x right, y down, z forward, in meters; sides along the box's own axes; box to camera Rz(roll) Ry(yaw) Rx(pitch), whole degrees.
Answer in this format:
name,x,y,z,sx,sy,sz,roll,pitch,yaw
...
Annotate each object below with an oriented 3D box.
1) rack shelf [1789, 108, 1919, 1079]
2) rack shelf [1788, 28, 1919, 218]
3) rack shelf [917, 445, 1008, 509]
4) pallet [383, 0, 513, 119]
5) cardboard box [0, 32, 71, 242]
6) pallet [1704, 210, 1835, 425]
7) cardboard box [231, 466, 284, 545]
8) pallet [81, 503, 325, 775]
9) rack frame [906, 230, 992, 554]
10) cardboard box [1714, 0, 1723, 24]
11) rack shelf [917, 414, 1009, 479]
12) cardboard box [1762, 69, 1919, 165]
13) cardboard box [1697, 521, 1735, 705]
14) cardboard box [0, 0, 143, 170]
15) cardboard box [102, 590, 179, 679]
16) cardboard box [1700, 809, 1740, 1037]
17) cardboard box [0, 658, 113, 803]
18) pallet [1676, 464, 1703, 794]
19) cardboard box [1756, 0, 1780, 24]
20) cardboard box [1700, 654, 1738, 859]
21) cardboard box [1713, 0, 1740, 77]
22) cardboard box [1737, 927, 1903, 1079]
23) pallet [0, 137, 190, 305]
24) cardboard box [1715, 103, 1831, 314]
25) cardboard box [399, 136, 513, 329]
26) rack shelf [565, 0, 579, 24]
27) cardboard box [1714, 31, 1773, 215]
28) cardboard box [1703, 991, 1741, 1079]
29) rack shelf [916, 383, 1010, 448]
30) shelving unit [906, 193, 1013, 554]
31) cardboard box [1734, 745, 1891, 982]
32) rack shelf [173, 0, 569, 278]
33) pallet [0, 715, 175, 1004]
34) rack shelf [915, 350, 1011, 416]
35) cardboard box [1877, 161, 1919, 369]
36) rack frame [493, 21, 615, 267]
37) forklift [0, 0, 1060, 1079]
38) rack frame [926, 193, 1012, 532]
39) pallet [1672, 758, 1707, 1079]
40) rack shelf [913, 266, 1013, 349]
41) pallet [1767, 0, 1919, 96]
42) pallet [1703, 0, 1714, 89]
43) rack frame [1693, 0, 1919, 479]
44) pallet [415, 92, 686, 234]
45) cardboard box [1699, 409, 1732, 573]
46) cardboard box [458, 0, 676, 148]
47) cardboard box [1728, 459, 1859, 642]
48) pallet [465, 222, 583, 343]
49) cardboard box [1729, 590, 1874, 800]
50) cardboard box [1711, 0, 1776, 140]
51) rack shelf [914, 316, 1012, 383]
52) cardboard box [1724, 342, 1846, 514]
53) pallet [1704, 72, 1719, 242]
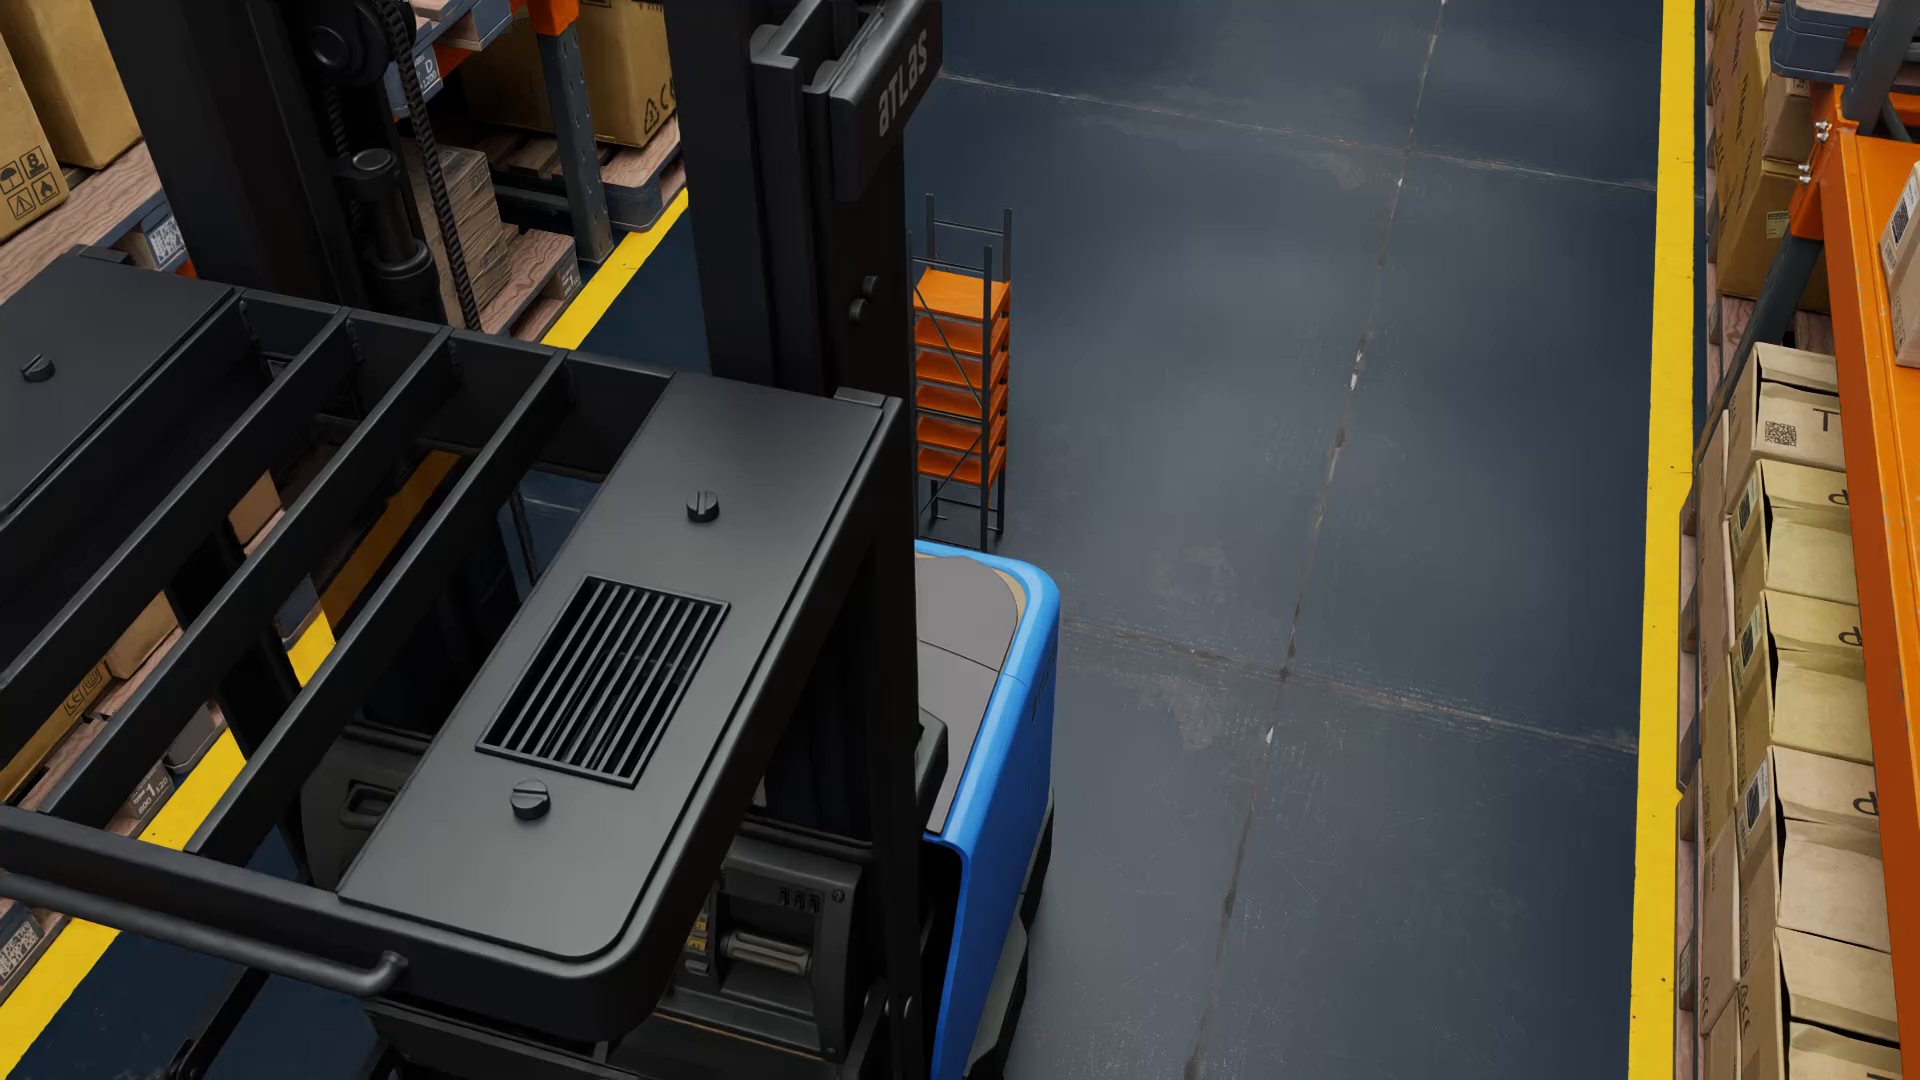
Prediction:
name,x,y,z,sx,sy,sz,roll,pitch,yaw
rack shelf,2.294,0.381,3.231,1.077,0.370,4.000,13,46,13
rack shelf,3.505,-2.286,5.955,1.077,0.370,4.000,13,46,13
rack shelf,-0.004,-0.216,5.019,0.258,0.103,0.180,13,46,12
pallet,-1.937,-1.690,4.970,1.213,0.211,1.003,13,46,13
cardboard box,-2.501,-0.932,3.671,0.700,0.500,0.500,19,47,18
pallet,3.162,-0.703,5.817,1.003,0.211,1.213,13,46,13
cardboard box,-2.381,-0.373,4.960,0.700,0.500,0.500,12,46,12
pallet,-2.432,0.071,5.026,1.003,0.211,1.213,13,46,13
rack frame,-0.032,-0.358,4.758,0.240,1.200,0.006,13,46,12
cardboard box,3.581,-2.511,7.144,0.500,0.500,0.500,13,46,13
rack shelf,-0.004,-0.302,4.936,0.258,0.103,0.180,13,46,12
cardboard box,2.972,-1.453,5.527,0.500,0.250,0.500,14,46,14
cardboard box,2.310,0.245,4.521,0.500,0.250,0.500,11,46,11
cardboard box,-2.311,-1.299,4.047,0.700,0.500,0.500,13,46,13
cardboard box,-2.525,-0.035,4.614,0.700,0.500,0.500,13,46,13
cardboard box,2.003,0.935,3.816,0.500,0.250,0.500,13,46,13
cardboard box,-2.718,0.297,4.275,0.700,0.500,0.500,12,46,12
pallet,2.613,0.327,4.764,1.003,0.211,1.213,13,46,13
cardboard box,3.278,-2.136,6.225,0.500,0.250,0.500,12,46,12
cardboard box,2.158,0.593,4.165,0.500,0.250,0.500,11,46,11
cardboard box,3.423,-2.180,6.805,0.500,0.500,0.500,13,46,13
cardboard box,1.843,1.078,3.269,0.500,0.311,0.500,12,46,12
pallet,-2.383,-0.860,4.121,1.003,0.211,1.213,13,46,13
cardboard box,2.959,-1.147,5.750,0.500,0.500,0.500,14,46,14
cardboard box,-1.991,-1.029,5.630,0.700,0.500,0.500,13,46,13
rack shelf,-1.217,-3.332,7.025,1.077,0.370,4.000,13,46,13
cardboard box,3.116,-1.492,6.102,0.500,0.500,0.500,11,45,11
cardboard box,1.847,1.273,3.470,0.500,0.250,0.500,13,46,13
rack shelf,-0.004,-0.387,4.852,0.258,0.103,0.180,13,46,12
shelving unit,-0.004,-0.419,4.821,0.258,1.200,0.189,13,46,12
cardboard box,1.999,0.744,3.610,0.500,0.311,0.500,12,46,12
rack shelf,-2.428,-0.666,4.300,1.077,0.370,4.000,13,46,13
pallet,-2.799,0.887,4.192,1.003,0.211,1.213,13,46,13
rack shelf,-0.004,-0.473,4.768,0.258,0.103,0.180,13,46,12
cardboard box,2.444,-0.623,3.805,0.500,0.311,0.500,12,46,12
rack frame,-1.822,-2.256,5.411,1.000,3.000,0.127,13,46,13
forklift,-0.667,0.675,2.464,1.130,2.935,3.031,12,46,12
rack frame,0.023,-0.480,4.883,0.240,1.200,0.006,13,46,12
pallet,2.242,1.138,3.936,1.003,0.211,1.213,13,46,13
rack shelf,-0.004,-0.645,4.600,0.258,0.103,0.180,13,46,12
pallet,3.038,-1.608,4.886,1.213,0.211,1.003,13,46,13
pallet,3.901,-2.329,7.479,1.003,0.211,1.213,13,46,13
rack frame,2.900,-1.210,4.342,1.000,3.000,0.127,13,46,13
pallet,-1.512,-1.769,6.907,1.003,0.211,1.213,13,46,13
cardboard box,2.461,-0.090,4.863,0.500,0.250,0.500,12,46,12
cardboard box,-1.475,-2.101,6.489,0.750,0.750,0.750,12,46,12
cardboard box,2.310,0.061,4.307,0.500,0.311,0.500,11,46,12
pallet,-2.060,-0.739,5.854,1.003,0.211,1.213,13,46,13
cardboard box,2.154,0.401,3.960,0.500,0.311,0.500,11,46,11
cardboard box,3.269,-1.843,6.461,0.500,0.500,0.500,11,45,11
rack shelf,-0.004,-0.559,4.684,0.258,0.103,0.180,13,46,12
cardboard box,2.461,-0.291,4.667,0.500,0.311,0.500,14,46,14
pallet,3.533,-1.513,6.646,1.003,0.211,1.213,13,46,13
